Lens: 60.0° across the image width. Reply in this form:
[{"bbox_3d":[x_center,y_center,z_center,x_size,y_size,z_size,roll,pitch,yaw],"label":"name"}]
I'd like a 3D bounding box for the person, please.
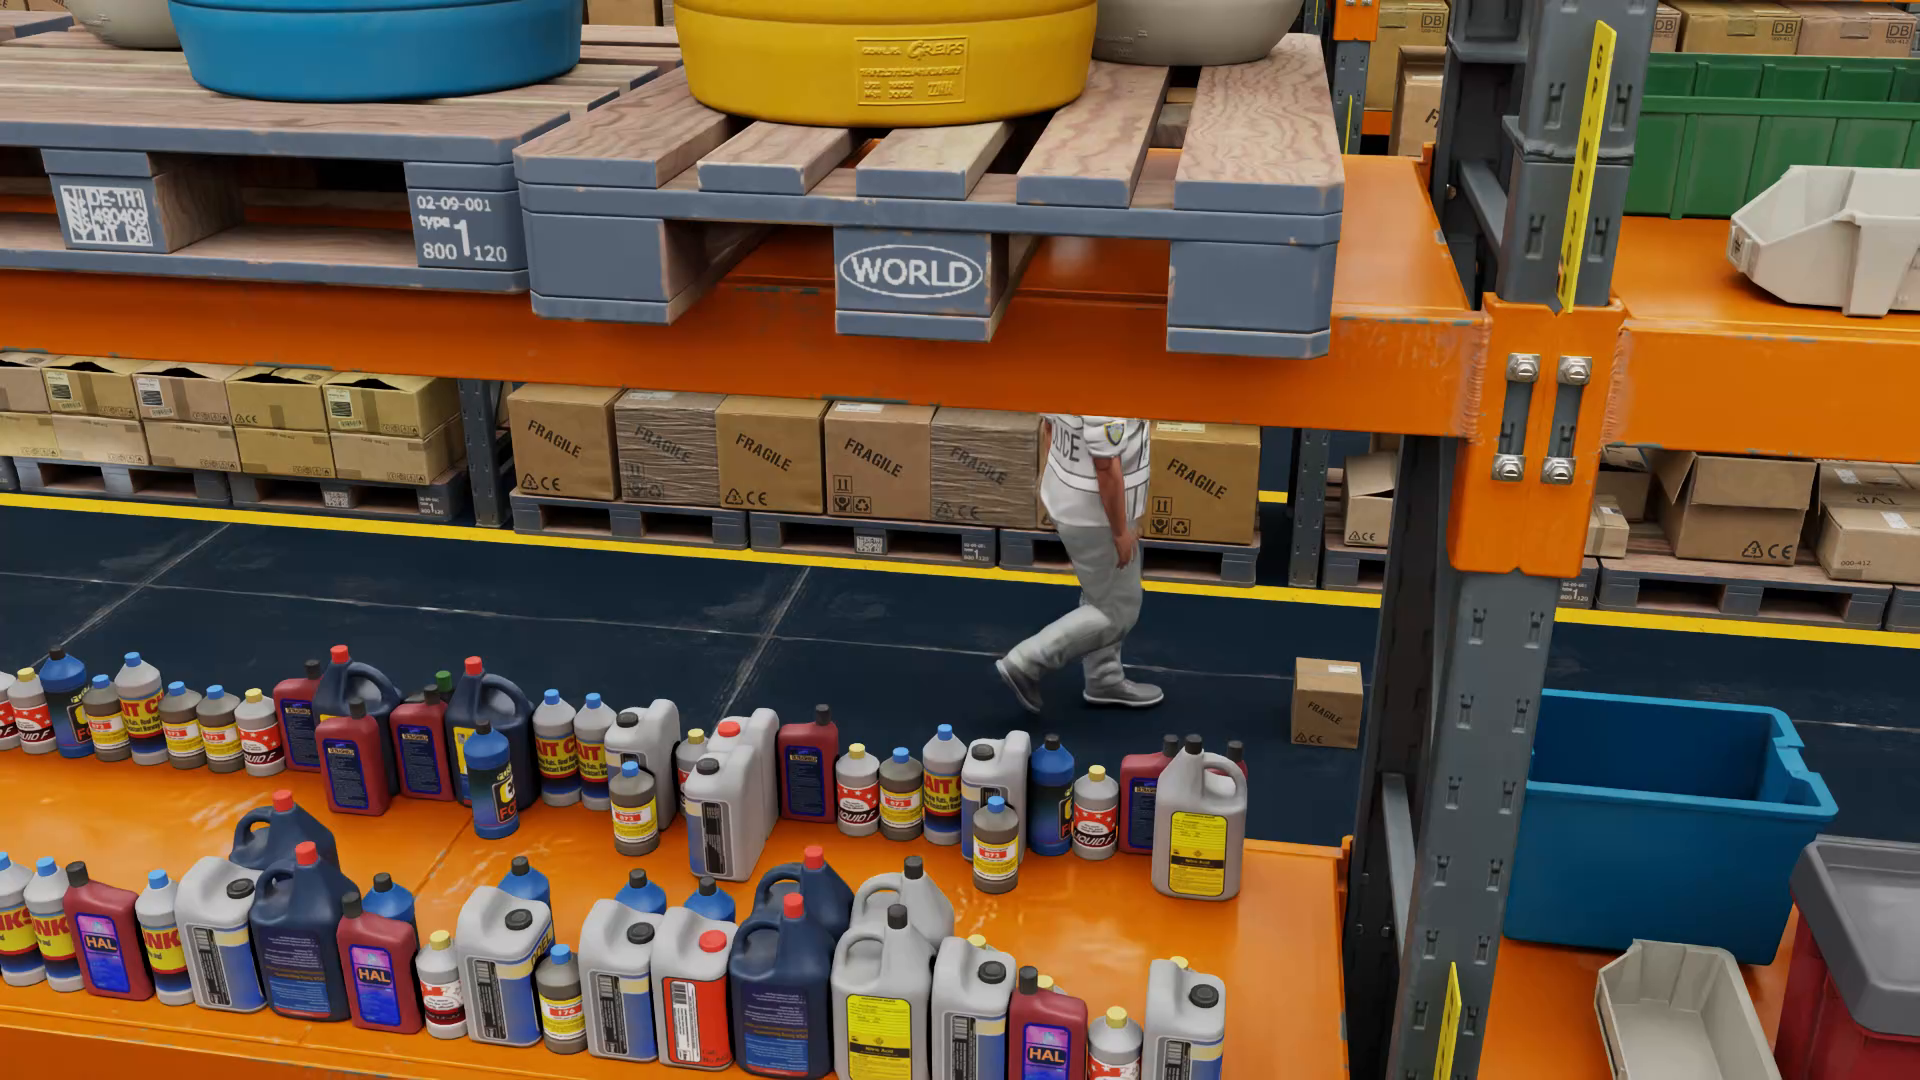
[{"bbox_3d":[0.473,-0.109,6.325,0.722,1.742,0.547,-5,25,-10],"label":"person"}]
